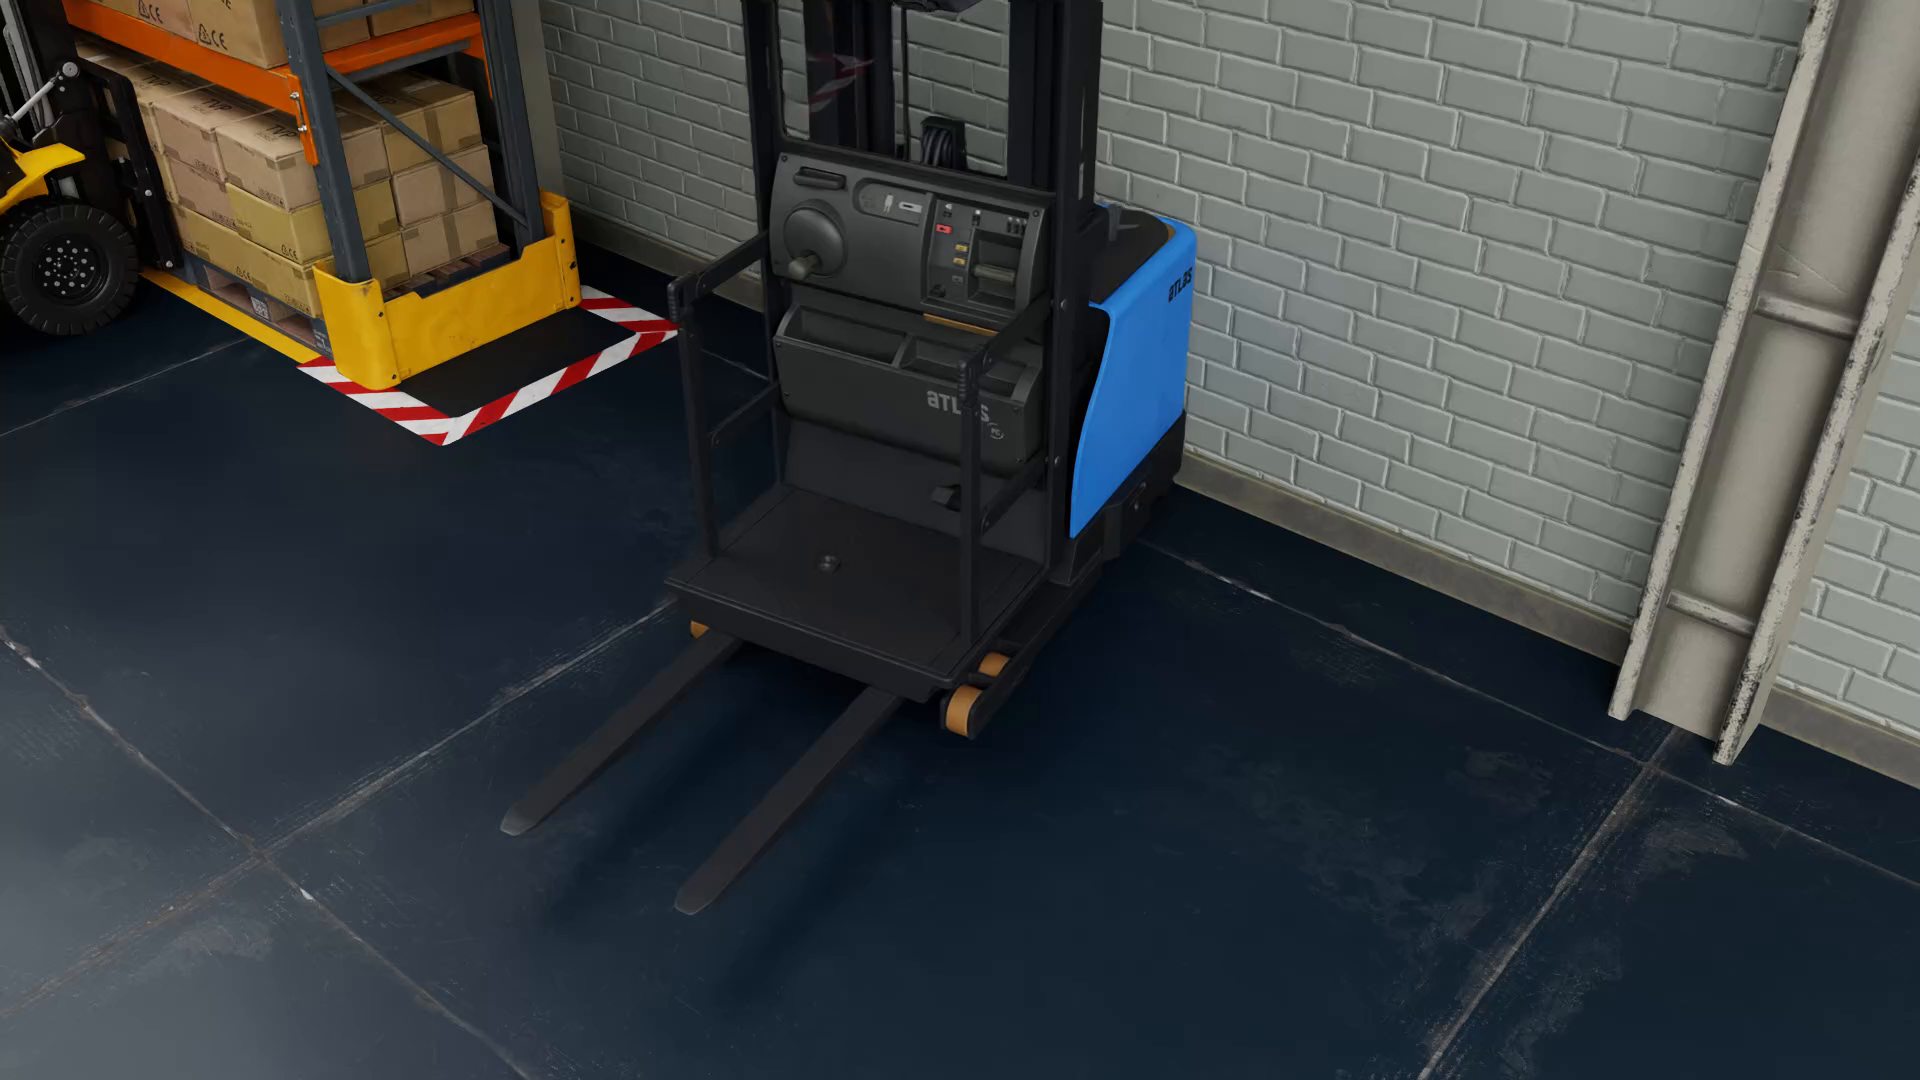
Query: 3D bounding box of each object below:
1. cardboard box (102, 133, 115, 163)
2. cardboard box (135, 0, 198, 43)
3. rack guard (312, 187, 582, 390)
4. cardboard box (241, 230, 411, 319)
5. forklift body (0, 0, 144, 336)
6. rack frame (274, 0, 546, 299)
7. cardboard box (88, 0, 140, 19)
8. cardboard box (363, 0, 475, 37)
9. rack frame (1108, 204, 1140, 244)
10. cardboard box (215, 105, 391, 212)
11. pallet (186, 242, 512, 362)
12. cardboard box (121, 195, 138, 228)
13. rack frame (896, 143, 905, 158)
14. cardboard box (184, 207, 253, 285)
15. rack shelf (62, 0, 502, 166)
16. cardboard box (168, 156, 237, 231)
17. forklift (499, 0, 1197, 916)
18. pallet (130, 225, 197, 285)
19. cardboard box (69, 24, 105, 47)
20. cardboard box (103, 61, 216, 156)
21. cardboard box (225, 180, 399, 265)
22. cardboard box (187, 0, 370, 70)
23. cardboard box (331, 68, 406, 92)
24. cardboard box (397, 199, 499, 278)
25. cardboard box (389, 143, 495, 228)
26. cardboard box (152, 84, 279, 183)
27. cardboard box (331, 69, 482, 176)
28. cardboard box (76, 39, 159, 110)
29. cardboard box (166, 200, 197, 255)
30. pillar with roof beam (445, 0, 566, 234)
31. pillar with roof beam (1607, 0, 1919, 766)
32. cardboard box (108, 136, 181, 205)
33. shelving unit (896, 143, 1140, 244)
[{"bbox_3d":[-4.038,-2.027,8.168,0.500,0.250,0.500,25,42,32],"label":"cardboard box"},{"bbox_3d":[-3.232,-2.491,7.139,0.500,0.500,0.500,27,43,33],"label":"cardboard box"},{"bbox_3d":[-2.275,-1.155,7.489,0.348,0.500,1.175,25,42,32],"label":"rack guard"},{"bbox_3d":[-2.857,-1.266,7.502,0.500,0.250,0.500,26,42,32],"label":"cardboard box"},{"bbox_3d":[-4.918,-1.737,6.879,1.214,2.155,2.313,25,42,32],"label":"forklift body"},{"bbox_3d":[-2.293,-2.194,6.795,0.127,3.000,1.000,25,42,32],"label":"rack frame"},{"bbox_3d":[-3.626,-2.676,7.409,0.500,0.500,0.500,24,41,31],"label":"cardboard box"},{"bbox_3d":[-2.496,-2.535,7.203,0.500,0.500,0.500,27,43,33],"label":"cardboard box"},{"bbox_3d":[0.587,-0.685,6.170,0.032,1.125,0.500,24,24,33],"label":"rack frame"},{"bbox_3d":[-2.847,-1.677,7.216,0.500,0.250,0.500,27,43,33],"label":"cardboard box"},{"bbox_3d":[-2.908,-1.303,7.961,1.213,0.211,1.003,25,42,32],"label":"pallet"},{"bbox_3d":[-4.025,-1.814,8.299,0.500,0.250,0.500,27,43,33],"label":"cardboard box"},{"bbox_3d":[-0.189,-1.032,6.727,0.032,1.125,0.500,24,24,33],"label":"rack frame"},{"bbox_3d":[-3.233,-1.450,7.770,0.500,0.250,0.500,25,42,32],"label":"cardboard box"},{"bbox_3d":[-3.830,-2.621,8.053,4.000,0.370,1.077,25,42,32],"label":"rack shelf"},{"bbox_3d":[-3.246,-1.666,7.643,0.500,0.250,0.500,25,42,31],"label":"cardboard box"},{"bbox_3d":[-0.276,-0.871,4.929,1.130,2.935,3.031,17,38,23],"label":"forklift"},{"bbox_3d":[-3.841,-1.745,8.604,1.213,0.211,1.003,25,42,32],"label":"pallet"},{"bbox_3d":[-4.420,-2.418,8.296,0.500,0.250,0.500,27,43,33],"label":"cardboard box"},{"bbox_3d":[-3.637,-2.037,7.742,0.500,0.250,0.500,26,42,32],"label":"cardboard box"},{"bbox_3d":[-2.868,-1.480,7.371,0.500,0.250,0.500,25,41,31],"label":"cardboard box"},{"bbox_3d":[-2.840,-2.299,6.859,0.500,0.500,0.500,24,41,31],"label":"cardboard box"},{"bbox_3d":[-2.928,-2.081,7.806,0.500,0.250,0.500,25,42,32],"label":"cardboard box"},{"bbox_3d":[-2.546,-1.496,7.837,0.500,0.250,0.500,25,42,32],"label":"cardboard box"},{"bbox_3d":[-2.522,-1.700,7.692,0.500,0.250,0.500,26,42,33],"label":"cardboard box"},{"bbox_3d":[-3.243,-1.859,7.482,0.500,0.250,0.500,26,42,33],"label":"cardboard box"},{"bbox_3d":[-2.542,-1.902,7.544,0.500,0.250,0.500,25,41,31],"label":"cardboard box"},{"bbox_3d":[-4.022,-2.224,8.014,0.500,0.250,0.500,24,41,31],"label":"cardboard box"},{"bbox_3d":[-3.611,-1.635,8.040,0.500,0.250,0.500,26,42,32],"label":"cardboard box"},{"bbox_3d":[-5.006,-3.438,3.307,0.400,9.000,9.100,25,42,32],"label":"pillar with roof beam"},{"bbox_3d":[-0.395,-1.265,0.143,0.400,9.000,9.100,25,42,32],"label":"pillar with roof beam"},{"bbox_3d":[-3.656,-1.844,7.902,0.500,0.250,0.500,24,41,31],"label":"cardboard box"},{"bbox_3d":[0.199,-0.859,6.448,1.048,1.125,0.538,24,24,33],"label":"shelving unit"}]
